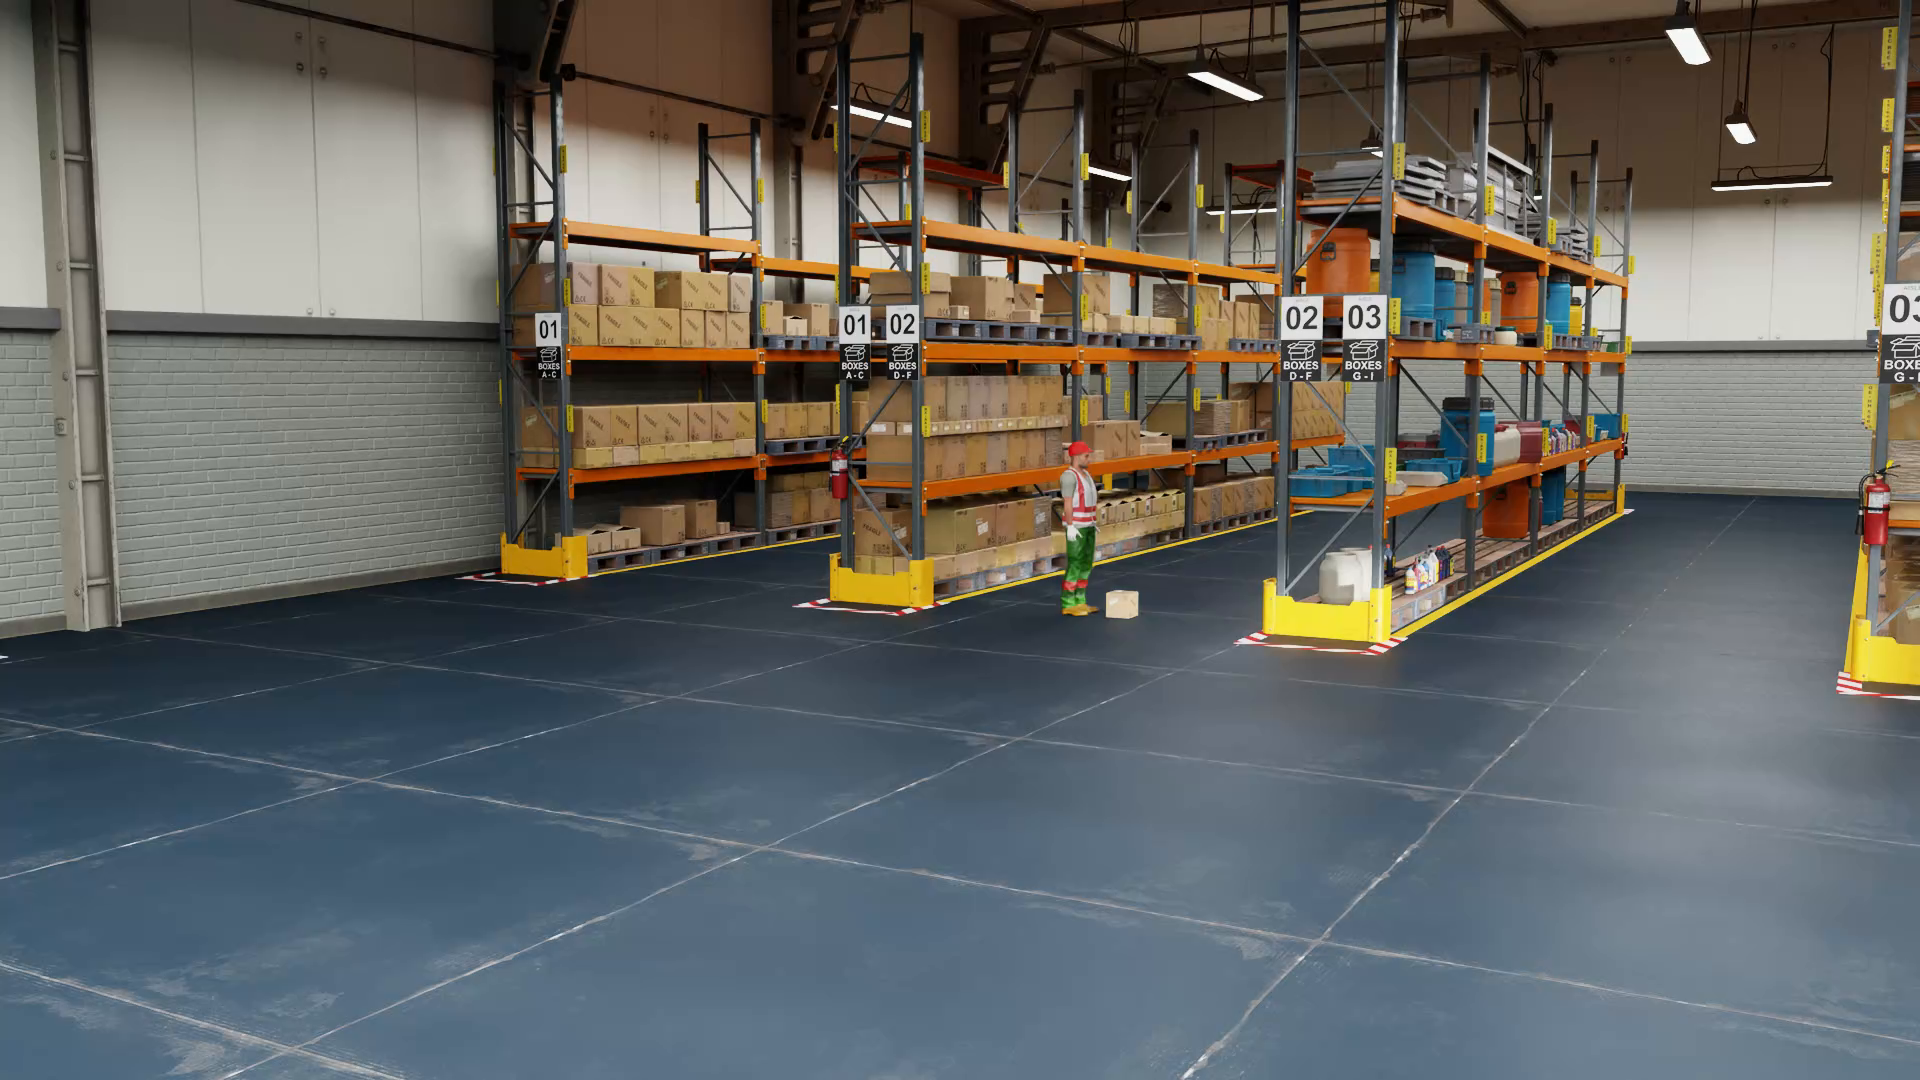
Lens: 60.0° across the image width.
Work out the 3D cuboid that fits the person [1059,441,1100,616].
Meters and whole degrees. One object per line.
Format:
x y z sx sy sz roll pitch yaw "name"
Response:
1.242 -0.128 17.218 0.337 1.785 0.525 3 7 30 "person"
